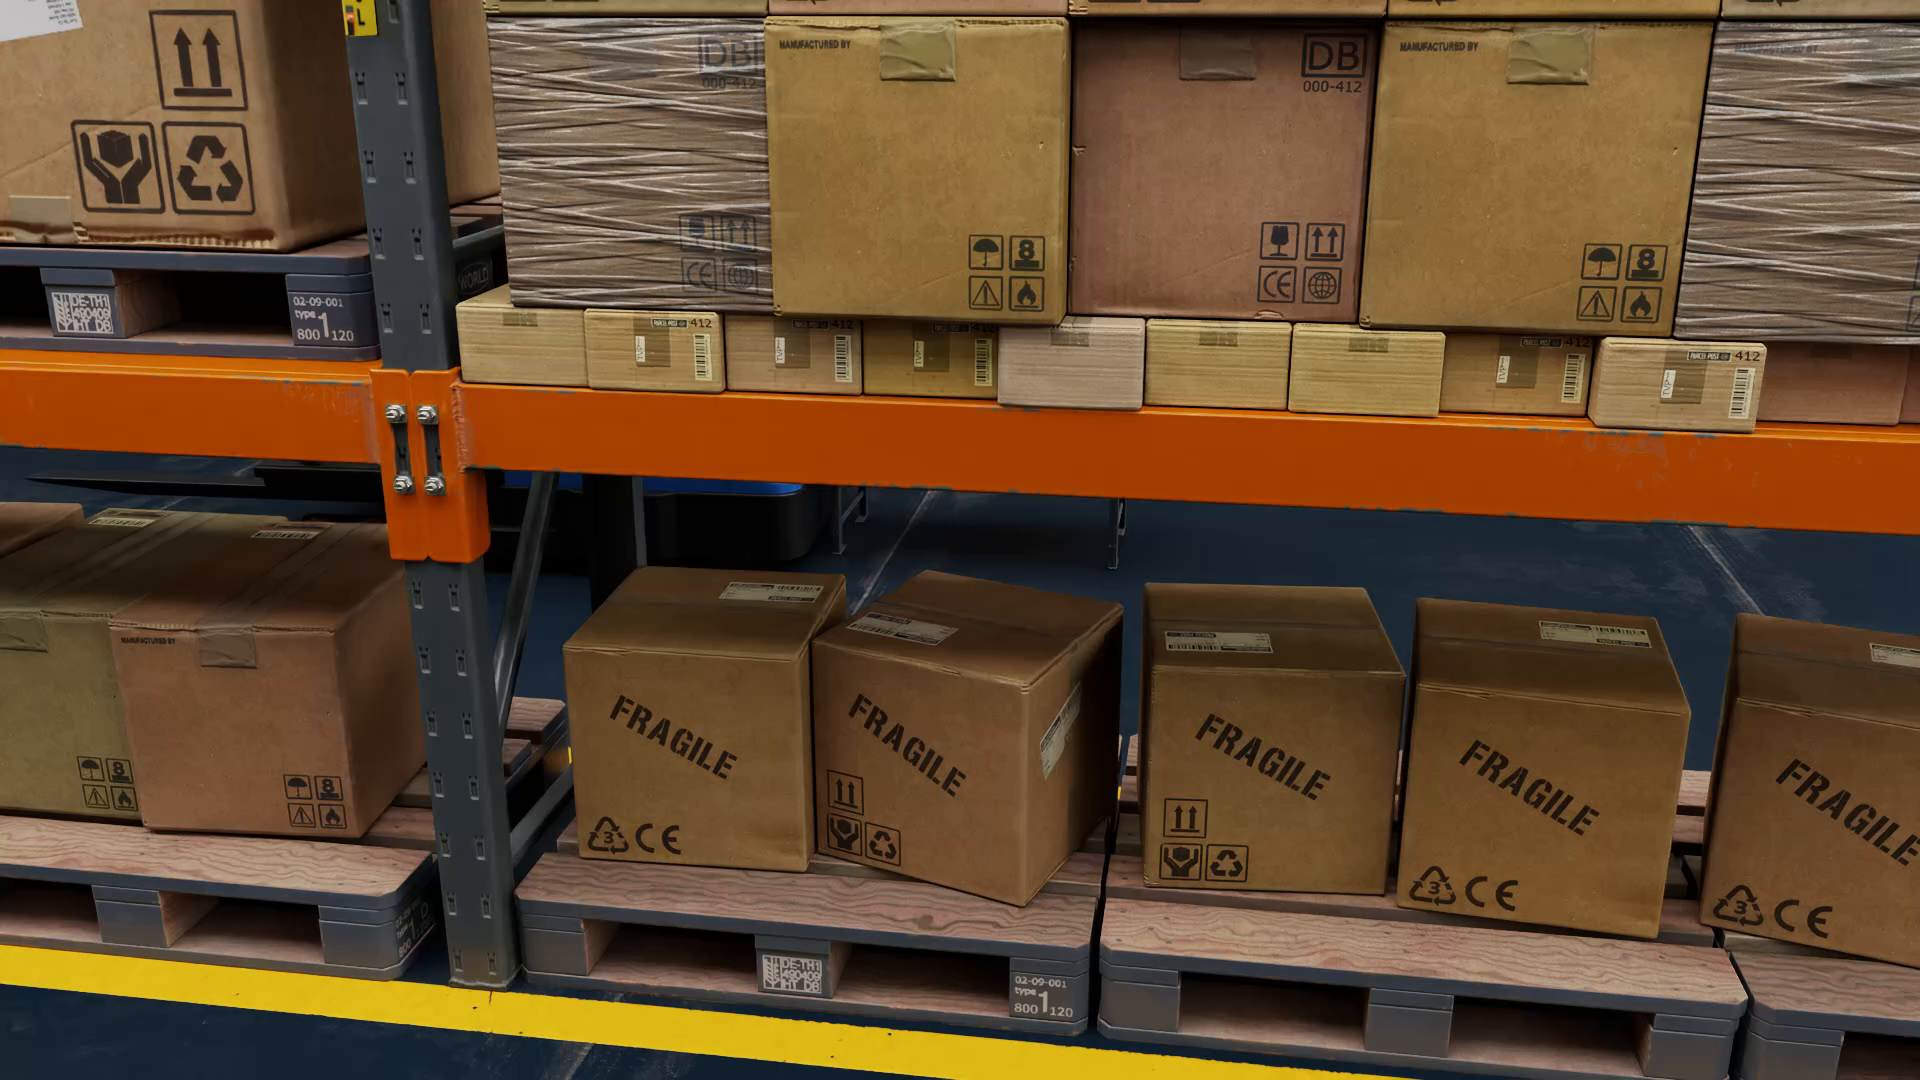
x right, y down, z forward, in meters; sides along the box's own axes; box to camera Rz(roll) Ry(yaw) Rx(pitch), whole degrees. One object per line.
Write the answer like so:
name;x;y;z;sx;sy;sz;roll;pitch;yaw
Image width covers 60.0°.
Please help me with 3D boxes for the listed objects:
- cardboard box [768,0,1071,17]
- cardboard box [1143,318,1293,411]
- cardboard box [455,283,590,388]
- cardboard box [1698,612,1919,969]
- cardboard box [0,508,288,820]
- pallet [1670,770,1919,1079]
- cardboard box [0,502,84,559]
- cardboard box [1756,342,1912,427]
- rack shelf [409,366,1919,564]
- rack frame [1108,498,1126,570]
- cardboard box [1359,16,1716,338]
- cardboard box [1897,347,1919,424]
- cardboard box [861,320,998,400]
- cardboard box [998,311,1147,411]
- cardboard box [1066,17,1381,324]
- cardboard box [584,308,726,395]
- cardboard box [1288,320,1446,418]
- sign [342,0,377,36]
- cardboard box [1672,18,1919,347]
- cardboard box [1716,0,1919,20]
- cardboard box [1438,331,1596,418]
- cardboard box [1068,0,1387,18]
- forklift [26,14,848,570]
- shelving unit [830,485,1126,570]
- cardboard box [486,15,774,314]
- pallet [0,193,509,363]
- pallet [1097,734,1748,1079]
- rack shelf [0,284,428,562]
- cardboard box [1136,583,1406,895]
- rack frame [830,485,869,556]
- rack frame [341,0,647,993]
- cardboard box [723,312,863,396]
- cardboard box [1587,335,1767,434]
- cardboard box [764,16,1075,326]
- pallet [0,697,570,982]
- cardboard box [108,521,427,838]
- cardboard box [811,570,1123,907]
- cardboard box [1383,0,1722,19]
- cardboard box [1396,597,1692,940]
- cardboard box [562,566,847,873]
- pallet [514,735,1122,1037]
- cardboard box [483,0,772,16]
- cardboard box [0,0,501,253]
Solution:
cardboard box;-0.033;-1.172;2.875;0.500;0.500;0.500;3;19;9
cardboard box;0.472;-0.356;3.037;0.250;0.149;0.380;3;19;9
cardboard box;-0.767;-0.412;3.202;0.250;0.149;0.380;3;19;9
cardboard box;1.809;0.496;3.372;0.500;0.500;0.500;8;20;23
cardboard box;-2.002;0.273;4.005;0.500;0.500;0.700;3;19;8
pallet;2.147;0.832;3.484;1.213;0.211;1.003;3;19;9
cardboard box;-2.554;0.245;4.089;0.500;0.500;0.700;1;19;4
cardboard box;1.467;-0.323;2.937;0.250;0.149;0.380;3;19;9
rack shelf;1.044;-0.194;3.289;4.000;0.370;1.077;3;19;9
rack frame;0.586;-0.681;5.976;0.032;1.500;0.500;3;19;9
cardboard box;0.988;-0.714;3.085;0.500;0.500;0.875;3;19;9
cardboard box;1.718;-0.317;2.920;0.250;0.149;0.380;3;19;9
cardboard box;-0.022;-0.381;3.112;0.250;0.149;0.380;3;19;9
cardboard box;0.218;-0.356;3.036;0.250;0.149;0.380;3;19;9
cardboard box;0.501;-0.753;3.198;0.500;0.500;0.875;3;19;9
cardboard box;-0.522;-0.395;3.152;0.250;0.149;0.380;3;19;9
cardboard box;0.717;-0.340;2.989;0.250;0.149;0.380;3;19;9
sign;-1.016;-1.011;2.772;0.005;0.325;0.100;3;19;9
cardboard box;1.480;-0.686;2.998;0.500;0.500;0.875;3;19;9
cardboard box;1.448;-1.097;2.651;0.500;0.500;0.500;3;19;9
cardboard box;0.971;-0.342;2.994;0.250;0.149;0.380;3;19;9
cardboard box;0.460;-1.146;2.799;0.500;0.500;0.500;3;19;9
forklift;-2.003;-1.464;6.059;3.031;2.935;1.130;2;19;6
shelving unit;0.084;-0.707;6.052;1.048;1.500;0.538;3;19;9
cardboard box;-0.497;-0.782;3.287;0.500;0.500;0.875;3;19;9
pallet;-1.663;-0.629;3.758;1.213;0.211;1.003;3;19;9
pallet;0.946;0.770;3.669;1.213;0.211;1.003;3;19;9
rack shelf;-2.906;-0.395;3.891;4.000;0.370;1.077;3;19;9
cardboard box;0.650;0.416;3.610;0.500;0.500;0.500;1;19;4
rack frame;-0.418;-0.733;6.129;0.032;1.500;0.500;3;19;9
rack frame;-0.931;-0.636;3.476;0.127;3.000;1.000;3;19;9
cardboard box;-0.271;-0.391;3.141;0.250;0.149;0.380;3;19;9
cardboard box;1.206;-0.308;2.891;0.250;0.149;0.380;3;19;9
cardboard box;-0.008;-0.746;3.179;0.500;0.500;0.875;3;19;9
pallet;-1.700;0.648;4.034;1.213;0.211;1.003;3;19;9
cardboard box;-1.534;0.303;3.915;0.500;0.500;0.700;1;19;4
cardboard box;0.024;0.410;3.629;0.500;0.500;0.500;9;21;26
cardboard box;0.956;-1.124;2.734;0.500;0.500;0.500;3;19;9
cardboard box;1.194;0.458;3.484;0.500;0.500;0.500;5;19;14
cardboard box;-0.542;0.383;3.709;0.500;0.500;0.500;2;19;7
pallet;-0.262;0.709;3.851;1.213;0.211;1.003;3;19;9
cardboard box;-0.527;-1.196;2.949;0.500;0.500;0.500;3;19;9
cardboard box;-1.693;-1.203;3.565;1.000;1.000;1.000;3;19;9
